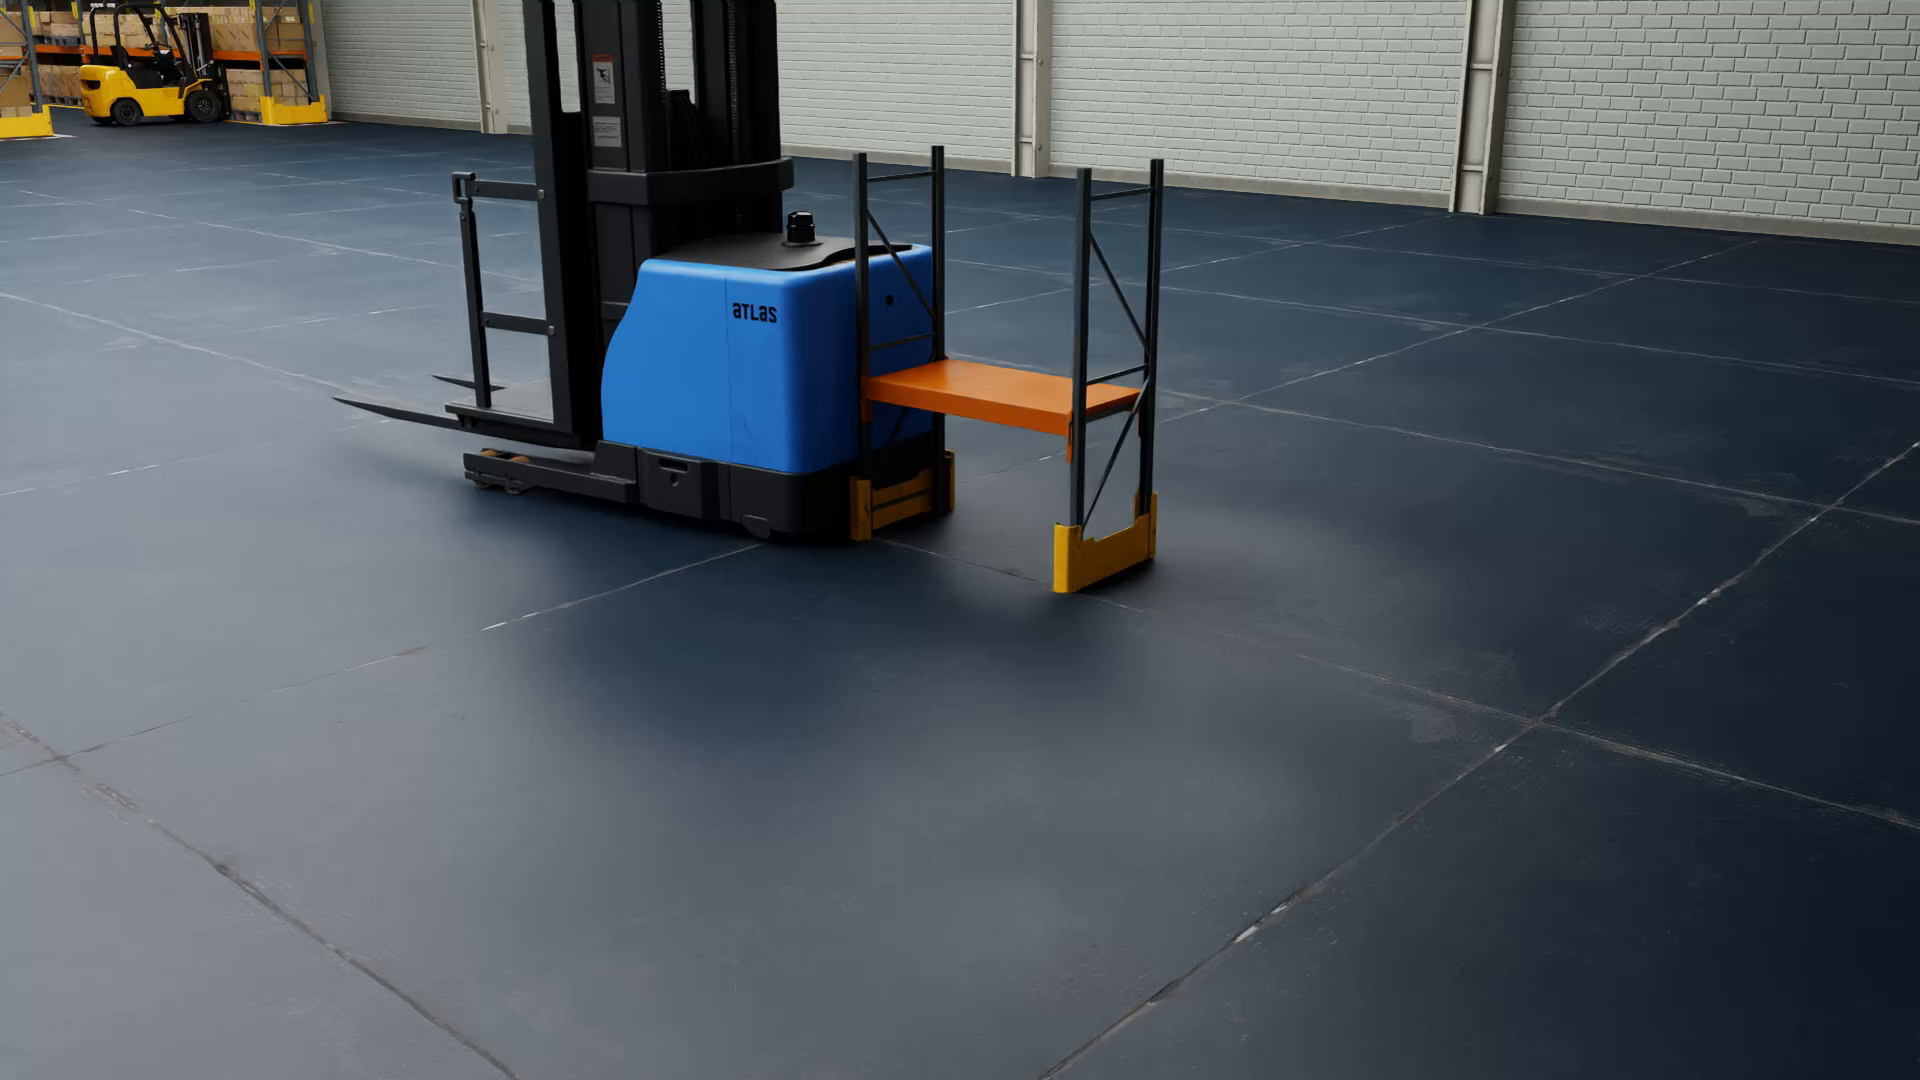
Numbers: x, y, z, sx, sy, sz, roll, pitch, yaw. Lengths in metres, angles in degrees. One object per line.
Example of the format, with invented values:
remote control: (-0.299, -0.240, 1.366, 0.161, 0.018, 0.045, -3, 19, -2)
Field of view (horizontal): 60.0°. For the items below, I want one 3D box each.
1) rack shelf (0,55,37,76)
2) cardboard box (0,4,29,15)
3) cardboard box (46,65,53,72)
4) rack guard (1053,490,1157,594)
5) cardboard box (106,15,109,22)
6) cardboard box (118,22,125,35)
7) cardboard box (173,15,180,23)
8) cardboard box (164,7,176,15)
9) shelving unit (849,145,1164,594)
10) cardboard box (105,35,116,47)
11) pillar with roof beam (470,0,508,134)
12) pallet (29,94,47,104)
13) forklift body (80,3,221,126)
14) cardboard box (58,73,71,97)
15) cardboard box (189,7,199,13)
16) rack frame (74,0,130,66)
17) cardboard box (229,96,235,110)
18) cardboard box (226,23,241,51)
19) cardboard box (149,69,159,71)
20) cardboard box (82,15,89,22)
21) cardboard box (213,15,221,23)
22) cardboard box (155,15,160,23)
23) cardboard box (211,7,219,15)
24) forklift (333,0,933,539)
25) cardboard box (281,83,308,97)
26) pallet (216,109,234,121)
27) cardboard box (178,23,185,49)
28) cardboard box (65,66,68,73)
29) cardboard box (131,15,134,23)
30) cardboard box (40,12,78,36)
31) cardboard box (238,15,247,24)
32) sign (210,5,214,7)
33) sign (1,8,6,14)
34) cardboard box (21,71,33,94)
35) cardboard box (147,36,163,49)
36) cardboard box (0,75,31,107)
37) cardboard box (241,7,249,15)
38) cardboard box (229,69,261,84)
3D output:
rack shelf: (-17.424, -8.294, 28.977, 4.000, 0.370, 1.077, 15, 23, 39)
cardboard box: (-22.549, -12.556, 39.732, 0.500, 0.500, 0.500, 14, 23, 38)
cardboard box: (-20.502, -10.706, 37.754, 0.250, 0.149, 0.380, 16, 24, 41)
rack guard: (0.546, 0.001, 6.194, 0.087, 0.250, 0.587, 14, 22, 37)
cardboard box: (-17.756, -10.999, 35.074, 0.250, 0.149, 0.380, 15, 23, 40)
cardboard box: (-17.298, -10.681, 34.730, 0.500, 0.250, 0.500, 15, 23, 40)
cardboard box: (-15.370, -10.344, 33.009, 0.250, 0.149, 0.380, 16, 23, 41)
cardboard box: (-15.587, -10.530, 33.103, 0.250, 0.149, 0.380, 16, 23, 40)
shelving unit: (0.158, -0.689, 6.303, 1.083, 1.500, 0.587, 14, 22, 37)
cardboard box: (-17.687, -10.546, 35.130, 0.500, 0.250, 0.500, 14, 22, 38)
pillar with roof beam: (-10.929, -10.384, 24.454, 0.400, 9.000, 9.100, 15, 23, 39)
pallet: (-20.978, -10.285, 38.670, 1.213, 0.211, 1.003, 15, 23, 39)
forklift body: (-15.266, -8.923, 31.171, 1.214, 2.155, 2.313, 15, 23, 39)
cardboard box: (-19.839, -10.218, 37.287, 0.500, 0.500, 0.500, 16, 24, 42)
cardboard box: (-14.798, -10.328, 32.466, 0.250, 0.149, 0.380, 15, 23, 38)
rack frame: (-18.620, -10.966, 36.205, 0.127, 3.000, 1.000, 15, 23, 39)
cardboard box: (-13.931, -8.476, 32.213, 0.500, 0.250, 0.500, 15, 23, 40)
cardboard box: (-13.561, -9.553, 31.588, 0.500, 0.500, 0.500, 16, 24, 41)
cardboard box: (-17.165, -9.641, 35.263, 0.625, 0.625, 0.875, 14, 22, 37)
cardboard box: (-18.577, -11.192, 35.680, 0.250, 0.149, 0.380, 16, 24, 41)
cardboard box: (-14.057, -9.974, 31.844, 0.250, 0.149, 0.380, 15, 23, 40)
cardboard box: (-16.031, -10.538, 33.619, 0.250, 0.149, 0.380, 16, 24, 41)
cardboard box: (-14.065, -10.116, 31.798, 0.250, 0.149, 0.380, 16, 23, 40)
forklift: (-1.585, -1.717, 7.177, 3.031, 2.935, 1.130, 11, 21, 31)
cardboard box: (-12.850, -8.629, 31.866, 0.500, 0.250, 0.500, 16, 23, 40)
pallet: (-14.144, -8.419, 32.791, 1.213, 0.211, 1.003, 15, 23, 39)
cardboard box: (-15.069, -9.961, 32.875, 0.500, 0.500, 0.500, 16, 23, 40)
cardboard box: (-19.717, -10.499, 37.102, 0.250, 0.149, 0.380, 16, 24, 41)
cardboard box: (-16.823, -10.736, 34.244, 0.250, 0.149, 0.380, 14, 23, 38)
cardboard box: (-19.964, -11.501, 37.027, 0.637, 0.503, 0.797, 14, 23, 38)
cardboard box: (-13.293, -9.767, 31.191, 0.250, 0.149, 0.380, 16, 23, 40)
sign: (-15.261, -10.739, 33.928, 0.005, 0.325, 0.100, 15, 23, 39)
sign: (-21.966, -12.057, 38.213, 0.005, 0.325, 0.100, 15, 23, 39)
cardboard box: (-21.399, -10.629, 38.584, 0.500, 0.500, 0.500, 16, 24, 42)
cardboard box: (-16.179, -10.133, 33.829, 0.500, 0.250, 0.500, 16, 23, 40)
cardboard box: (-16.366, -7.712, 28.564, 0.500, 0.500, 0.500, 14, 22, 37)
cardboard box: (-13.249, -9.925, 31.196, 0.250, 0.149, 0.380, 15, 23, 39)
cardboard box: (-13.574, -8.849, 31.733, 0.500, 0.250, 0.500, 16, 23, 40)
